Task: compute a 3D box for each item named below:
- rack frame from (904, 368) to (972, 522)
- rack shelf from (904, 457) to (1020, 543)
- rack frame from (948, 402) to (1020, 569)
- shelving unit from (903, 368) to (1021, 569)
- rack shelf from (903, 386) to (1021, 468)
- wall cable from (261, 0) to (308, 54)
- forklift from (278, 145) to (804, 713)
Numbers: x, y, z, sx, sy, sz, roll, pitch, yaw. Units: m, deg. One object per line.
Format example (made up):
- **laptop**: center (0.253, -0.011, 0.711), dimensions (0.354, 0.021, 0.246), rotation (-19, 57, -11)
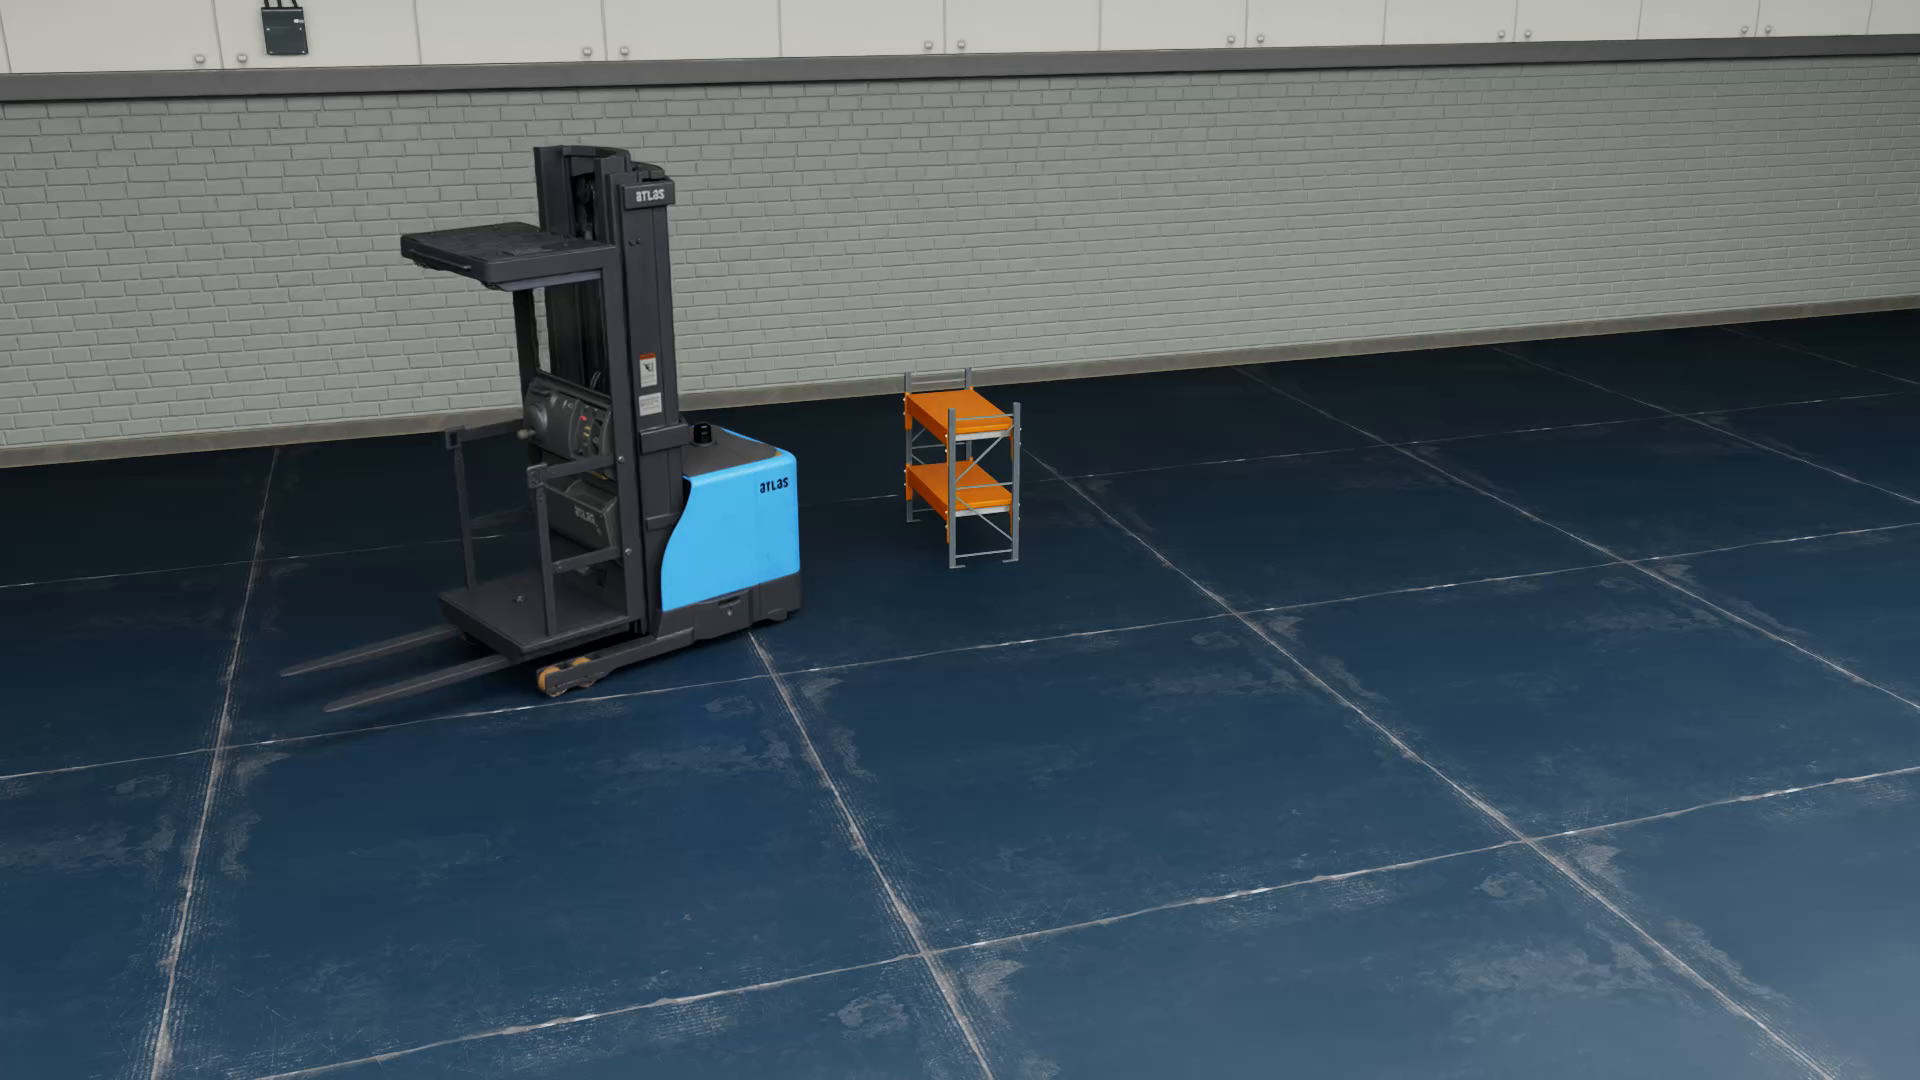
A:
- **rack frame**: center (-0.158, -0.690, 12.174), dimensions (0.500, 1.125, 0.032), rotation (-6, 21, -17)
- **rack shelf**: center (0.002, -0.297, 11.803), dimensions (0.538, 0.278, 1.000), rotation (-6, 21, -17)
- **rack frame**: center (0.162, -0.364, 11.266), dimensions (0.500, 1.125, 0.032), rotation (-6, 21, -17)
- **shelving unit**: center (0.002, -0.527, 11.720), dimensions (0.538, 1.125, 1.048), rotation (-6, 21, -17)
- **rack shelf**: center (0.002, -0.803, 11.621), dimensions (0.538, 0.278, 1.000), rotation (-6, 21, -17)
- **wall cable**: center (-4.384, -6.789, 12.475), dimensions (2.305, 6.003, 0.169), rotation (-6, 21, -17)
- **forklift**: center (-2.429, -0.690, 9.501), dimensions (3.031, 2.935, 1.130), rotation (-17, 26, -39)
